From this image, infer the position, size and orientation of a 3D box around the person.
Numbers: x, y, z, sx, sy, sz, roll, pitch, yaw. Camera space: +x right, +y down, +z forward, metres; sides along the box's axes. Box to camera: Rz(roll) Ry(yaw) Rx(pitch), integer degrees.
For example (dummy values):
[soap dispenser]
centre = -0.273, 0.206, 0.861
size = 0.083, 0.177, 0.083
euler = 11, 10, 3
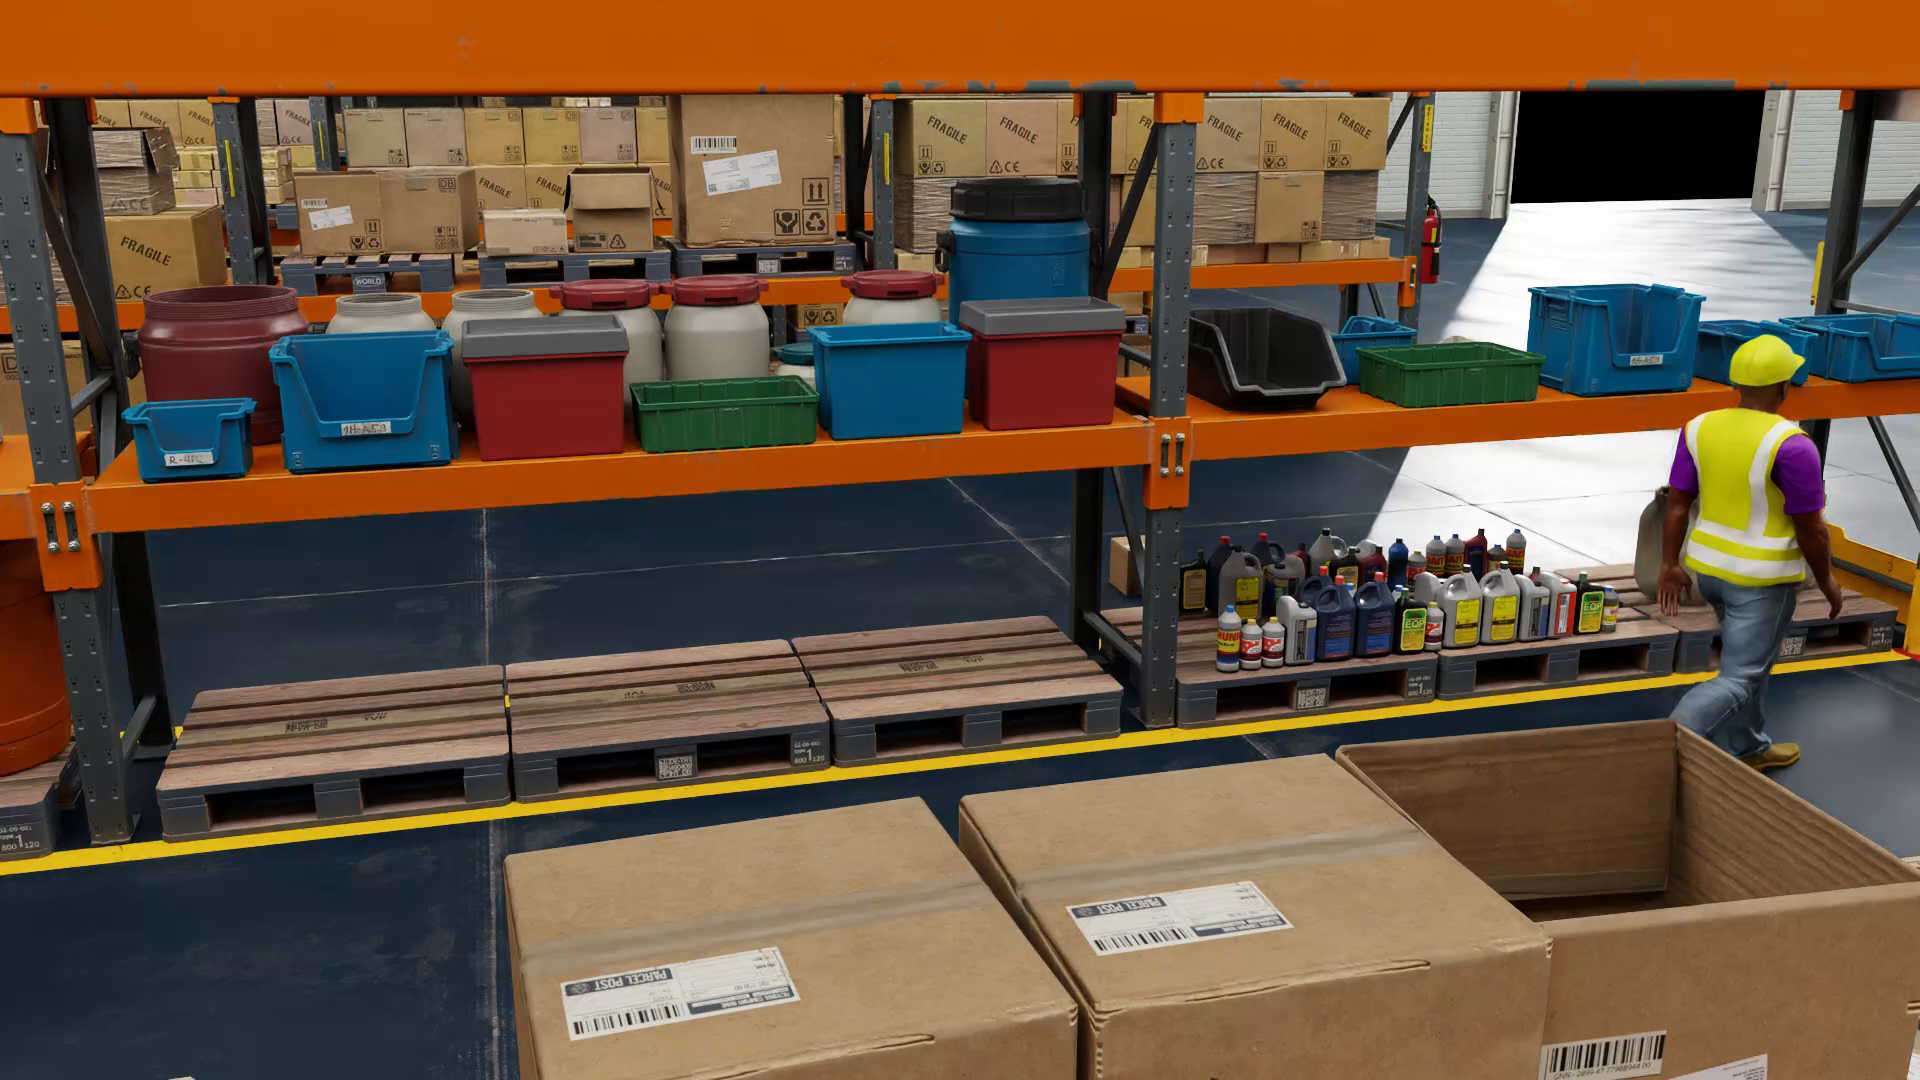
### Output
[person]
centre = 2.859, 0.114, 6.079
size = 0.992, 1.733, 0.551
euler = -5, 17, -18
